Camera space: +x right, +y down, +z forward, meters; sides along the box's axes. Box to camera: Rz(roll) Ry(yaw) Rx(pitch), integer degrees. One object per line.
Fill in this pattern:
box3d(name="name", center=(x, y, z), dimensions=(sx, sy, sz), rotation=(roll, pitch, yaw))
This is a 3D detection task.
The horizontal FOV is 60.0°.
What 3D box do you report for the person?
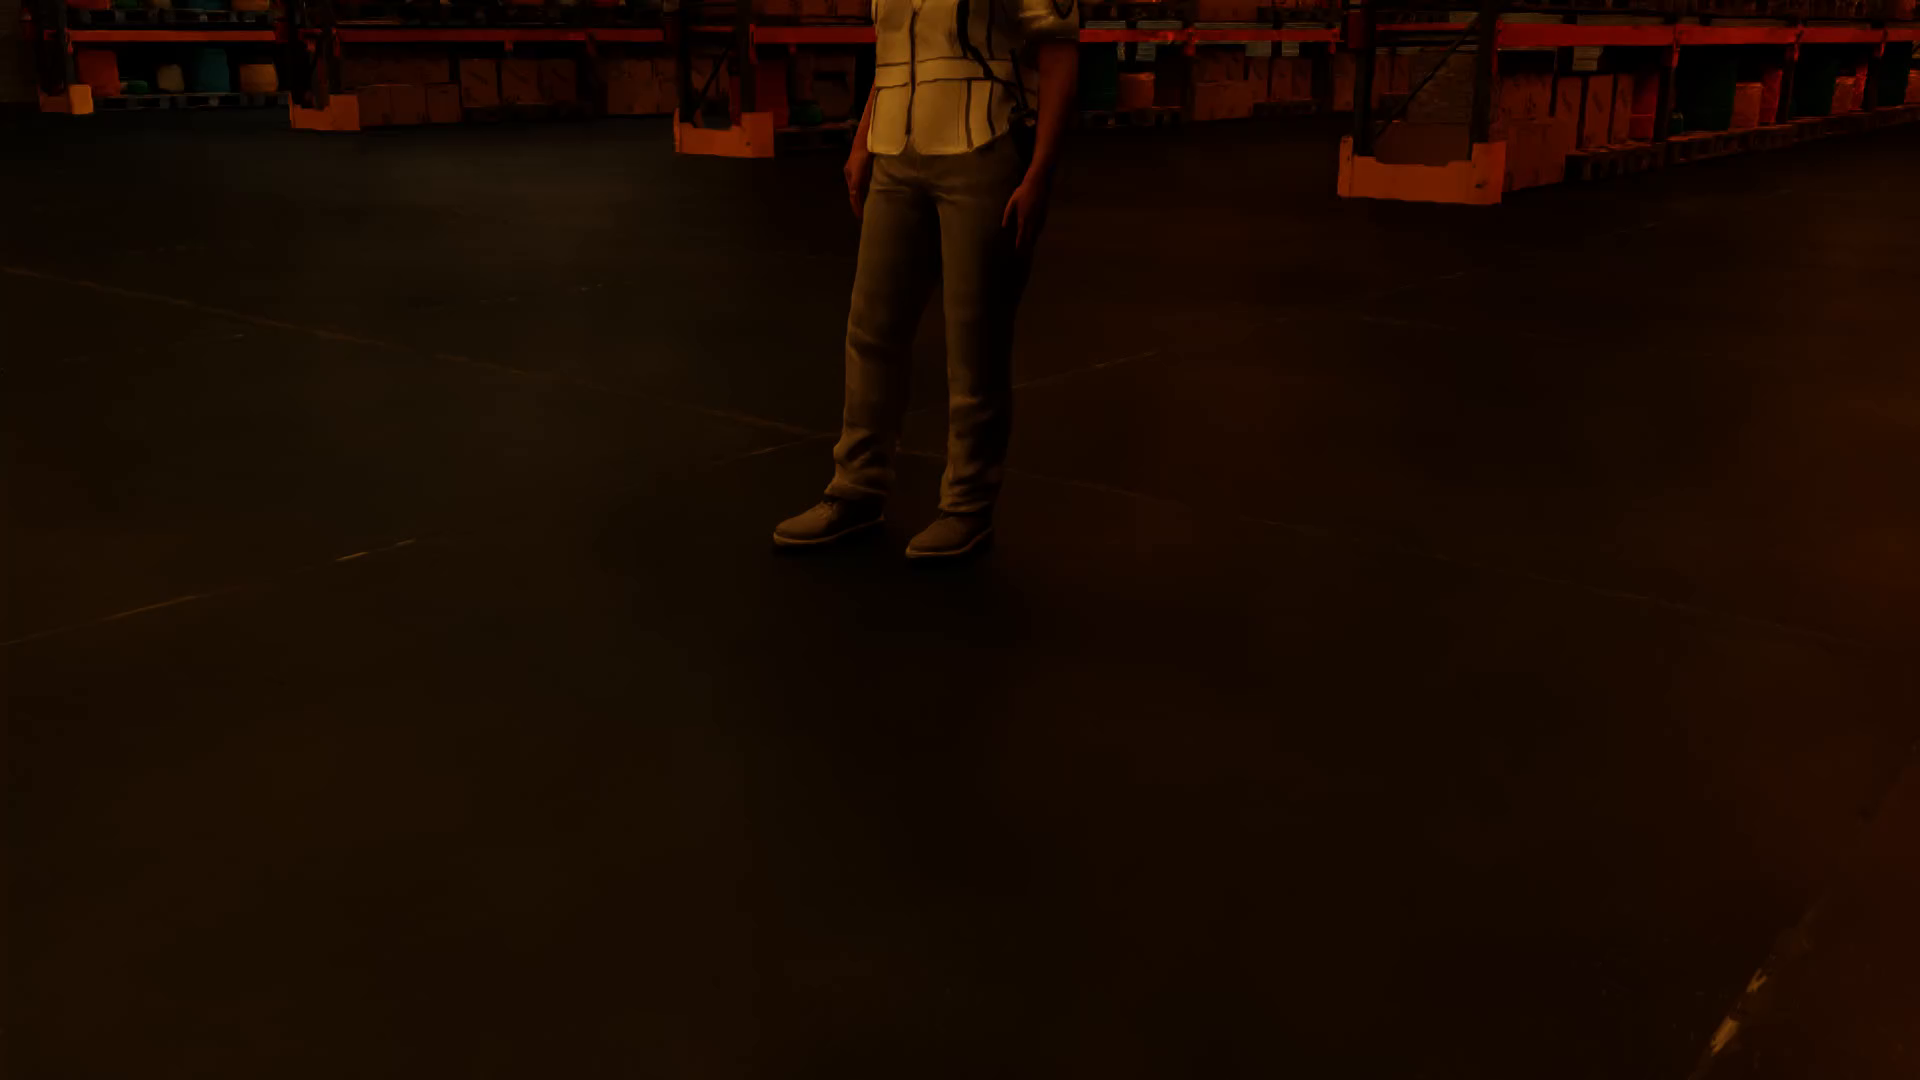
box3d(name="person", center=(-0.066, -0.791, 3.655), dimensions=(0.598, 1.669, 0.529), rotation=(13, 21, 37))
